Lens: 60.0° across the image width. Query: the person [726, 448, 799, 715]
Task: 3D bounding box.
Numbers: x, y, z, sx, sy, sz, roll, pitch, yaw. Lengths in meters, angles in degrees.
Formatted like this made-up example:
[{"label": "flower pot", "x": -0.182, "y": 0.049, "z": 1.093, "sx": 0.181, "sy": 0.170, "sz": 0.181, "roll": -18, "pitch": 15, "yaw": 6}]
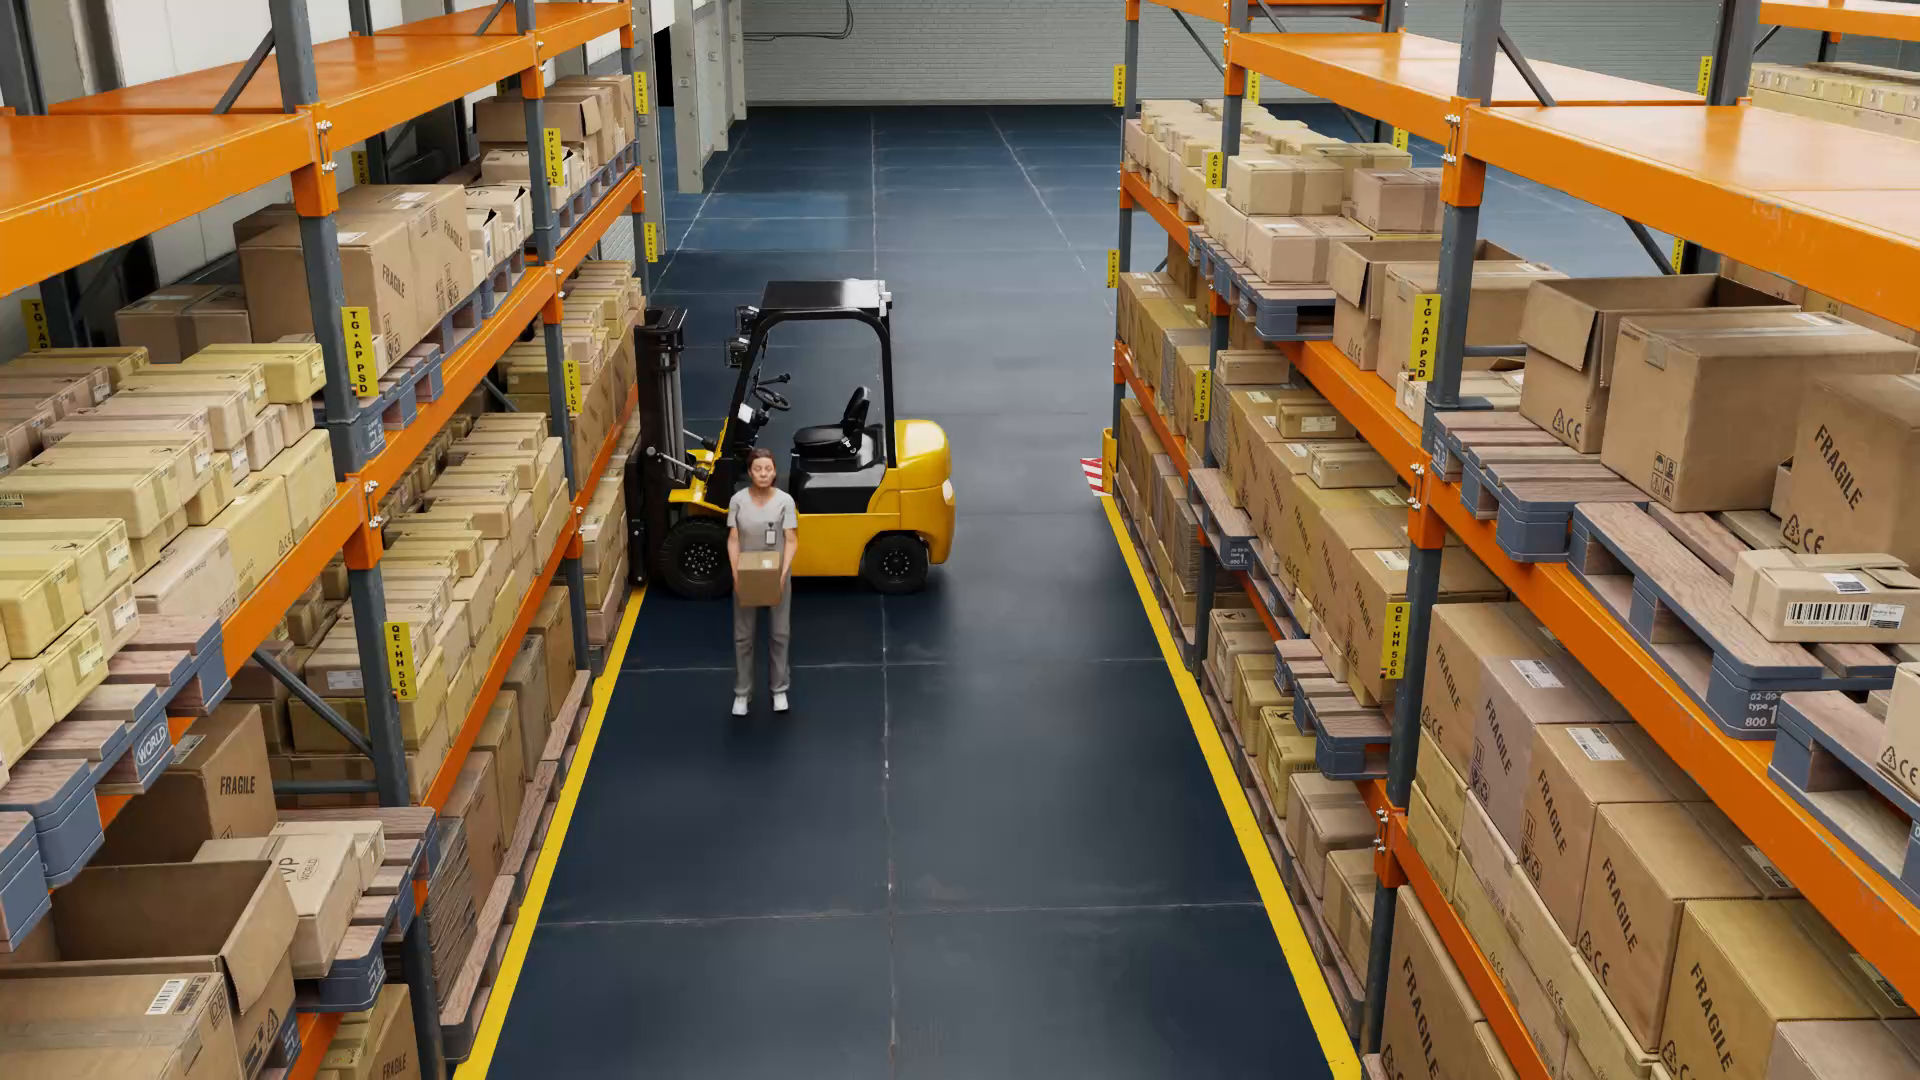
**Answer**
[{"label": "person", "x": -1.223, "y": 0.266, "z": 10.365, "sx": 0.452, "sy": 1.676, "sz": 0.534, "roll": -1, "pitch": 21, "yaw": -3}]
